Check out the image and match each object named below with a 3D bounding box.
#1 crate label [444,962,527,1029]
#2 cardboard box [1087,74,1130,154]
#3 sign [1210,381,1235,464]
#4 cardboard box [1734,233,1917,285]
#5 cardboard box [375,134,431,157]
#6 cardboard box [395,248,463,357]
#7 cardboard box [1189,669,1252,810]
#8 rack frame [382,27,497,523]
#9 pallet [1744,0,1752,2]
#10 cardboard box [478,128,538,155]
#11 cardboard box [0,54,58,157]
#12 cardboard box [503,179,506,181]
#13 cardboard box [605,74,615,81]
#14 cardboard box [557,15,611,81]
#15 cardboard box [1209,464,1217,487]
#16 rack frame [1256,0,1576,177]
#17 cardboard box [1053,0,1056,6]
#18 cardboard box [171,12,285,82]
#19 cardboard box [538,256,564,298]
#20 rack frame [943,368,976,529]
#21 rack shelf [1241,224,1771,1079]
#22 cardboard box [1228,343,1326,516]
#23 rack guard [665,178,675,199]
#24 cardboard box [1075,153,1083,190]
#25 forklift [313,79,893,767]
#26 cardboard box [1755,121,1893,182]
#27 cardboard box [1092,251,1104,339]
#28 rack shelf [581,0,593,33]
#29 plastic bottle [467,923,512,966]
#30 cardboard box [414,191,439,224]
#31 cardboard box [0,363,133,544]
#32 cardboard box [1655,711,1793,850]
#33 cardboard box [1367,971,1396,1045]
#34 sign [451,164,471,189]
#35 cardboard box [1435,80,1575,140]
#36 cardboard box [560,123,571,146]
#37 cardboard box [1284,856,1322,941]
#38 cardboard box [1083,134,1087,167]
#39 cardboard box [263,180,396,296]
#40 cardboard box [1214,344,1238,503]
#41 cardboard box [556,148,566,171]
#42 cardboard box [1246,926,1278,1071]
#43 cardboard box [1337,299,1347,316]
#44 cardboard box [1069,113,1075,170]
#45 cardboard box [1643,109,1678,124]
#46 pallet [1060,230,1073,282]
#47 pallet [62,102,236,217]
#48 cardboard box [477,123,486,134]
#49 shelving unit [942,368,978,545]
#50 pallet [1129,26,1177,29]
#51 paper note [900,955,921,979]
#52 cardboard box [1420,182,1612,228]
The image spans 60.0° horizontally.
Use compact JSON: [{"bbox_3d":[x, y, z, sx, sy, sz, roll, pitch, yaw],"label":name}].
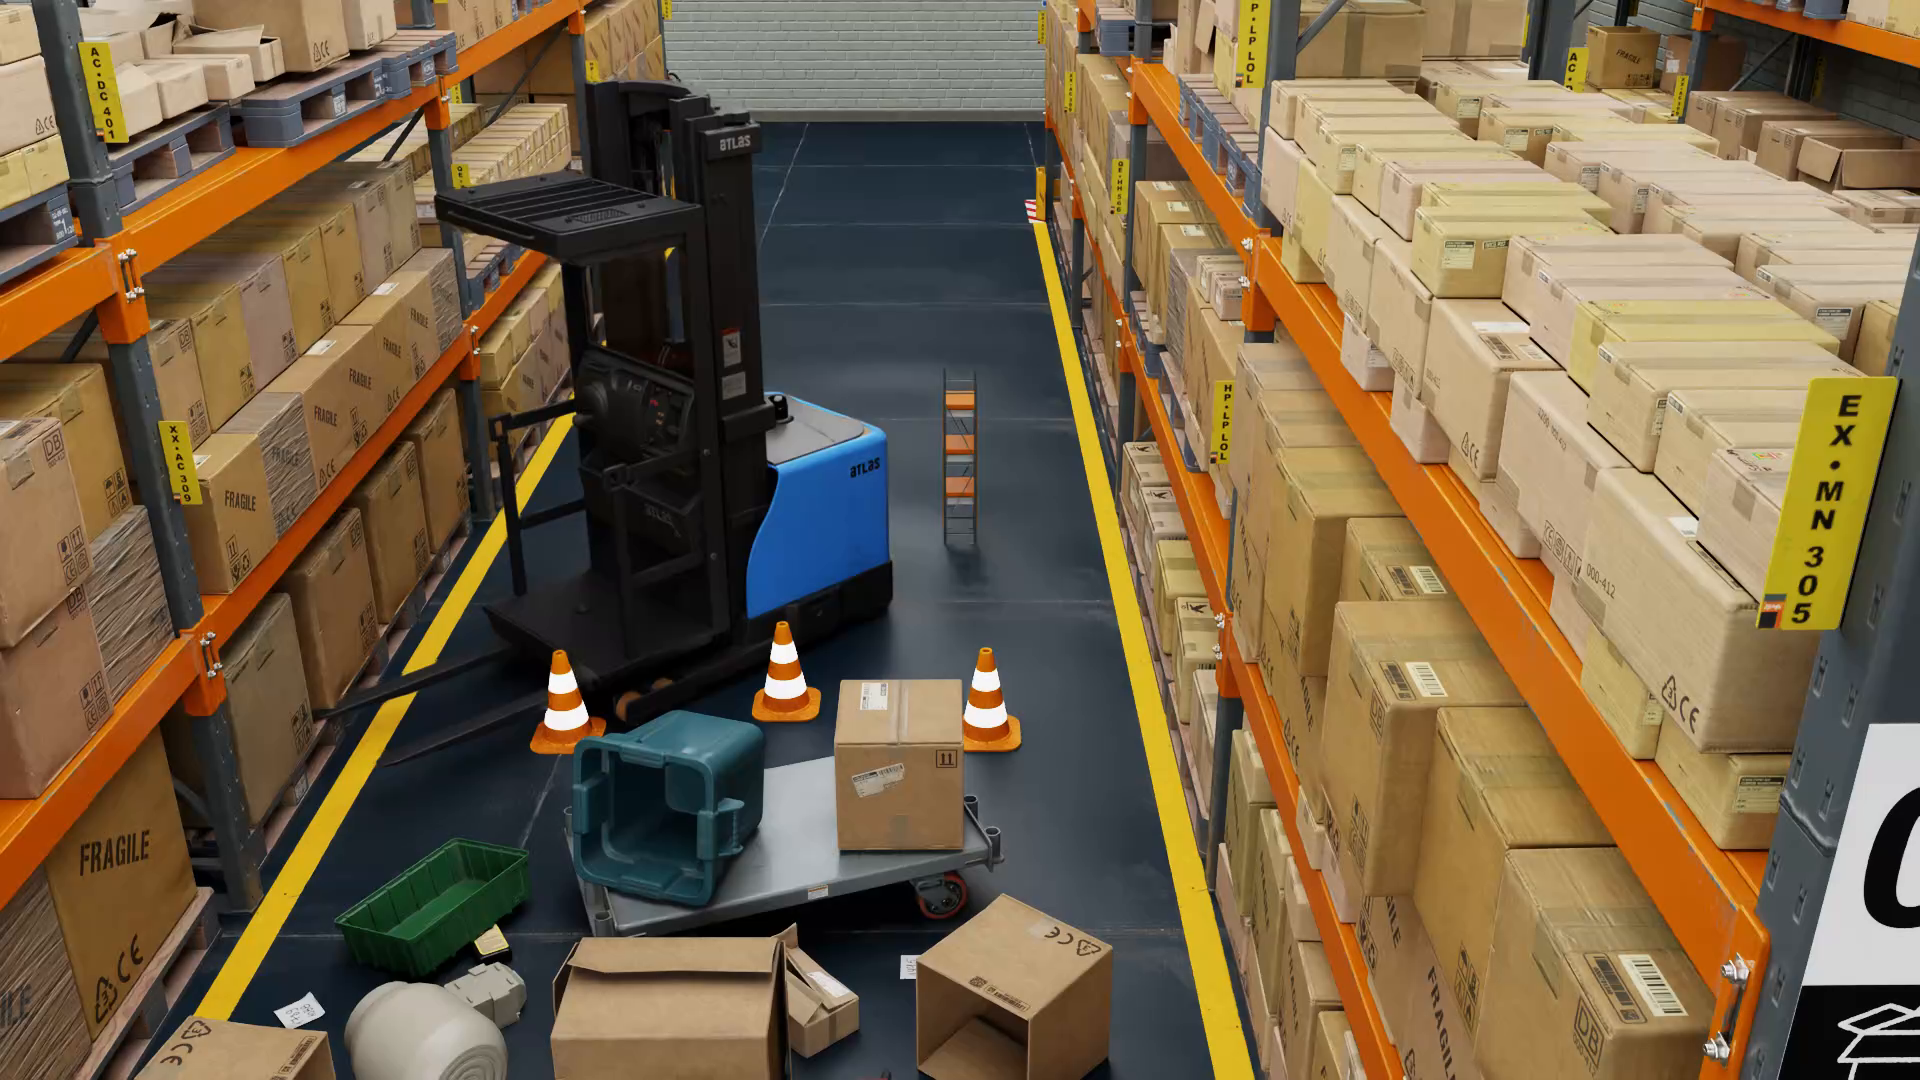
[{"bbox_3d":[-1.798,1.725,6.269,0.298,0.136,0.250,-19,31,-36],"label":"crate label"},{"bbox_3d":[1.208,-3.110,12.152,0.500,0.500,0.500,-1,24,-2],"label":"cardboard box"},{"bbox_3d":[0.987,-0.435,6.166,0.100,0.325,0.005,0,24,-1],"label":"sign"},{"bbox_3d":[1.878,-0.546,3.516,0.380,0.149,0.250,0,24,1],"label":"cardboard box"},{"bbox_3d":[-3.935,-2.795,11.862,0.380,0.149,0.250,1,24,1],"label":"cardboard box"},{"bbox_3d":[-3.177,-1.357,9.489,0.500,0.500,0.500,0,24,-1],"label":"cardboard box"},{"bbox_3d":[1.533,0.879,7.347,0.950,0.372,0.625,0,24,0],"label":"cardboard box"},{"bbox_3d":[-3.451,-1.496,9.917,1.000,3.000,0.127,0,24,-1],"label":"rack frame"},{"bbox_3d":[6.355,-4.244,12.581,1.213,0.211,1.003,0,24,-1],"label":"pallet"},{"bbox_3d":[-3.288,-2.901,12.097,0.380,0.149,0.250,-1,24,-2],"label":"cardboard box"},{"bbox_3d":[-3.145,-1.316,5.071,0.500,0.250,0.500,-1,24,-1],"label":"cardboard box"},{"bbox_3d":[-3.271,-2.336,11.210,0.380,0.149,0.250,0,24,0],"label":"cardboard box"},{"bbox_3d":[-3.260,-3.734,14.384,0.500,0.500,0.500,0,24,-1],"label":"cardboard box"},{"bbox_3d":[-3.277,-4.181,14.159,0.500,0.500,0.500,-1,24,-2],"label":"cardboard box"},{"bbox_3d":[1.275,-0.308,7.086,0.380,0.149,0.250,-1,24,-2],"label":"cardboard box"},{"bbox_3d":[1.542,-2.645,5.178,1.000,3.000,0.127,0,24,-1],"label":"rack frame"},{"bbox_3d":[1.100,-5.290,16.184,0.380,0.149,0.250,0,24,1],"label":"cardboard box"},{"bbox_3d":[-3.216,-2.162,7.282,0.396,0.266,0.258,0,24,-1],"label":"cardboard box"},{"bbox_3d":[-3.241,-2.020,12.691,0.500,0.250,0.500,1,24,2],"label":"cardboard box"},{"bbox_3d":[-0.002,-0.551,10.194,0.200,1.050,0.008,0,24,-1],"label":"rack frame"},{"bbox_3d":[1.563,-0.126,4.122,1.077,0.370,4.000,0,24,-1],"label":"rack shelf"},{"bbox_3d":[1.330,-0.366,5.723,0.700,0.500,0.500,-1,24,-1],"label":"cardboard box"},{"bbox_3d":[-3.537,-3.622,17.651,1.175,0.500,0.348,0,24,-1],"label":"rack guard"},{"bbox_3d":[1.195,-2.957,13.330,0.500,0.250,0.500,-1,24,-2],"label":"cardboard box"},{"bbox_3d":[-1.770,-0.657,8.145,1.130,2.935,3.031,22,32,40],"label":"forklift"},{"bbox_3d":[6.213,-2.731,12.018,0.700,0.500,0.500,0,24,-1],"label":"cardboard box"},{"bbox_3d":[1.541,-2.176,13.490,0.875,0.875,0.875,0,24,1],"label":"cardboard box"},{"bbox_3d":[-3.516,-5.007,14.914,1.077,0.370,4.000,0,24,-1],"label":"rack shelf"},{"bbox_3d":[-1.895,1.599,6.641,0.133,0.061,0.283,-14,28,-28],"label":"plastic bottle"},{"bbox_3d":[-3.262,-2.037,10.186,0.380,0.149,0.250,0,24,0],"label":"cardboard box"},{"bbox_3d":[-3.437,-0.256,5.683,0.875,0.550,0.550,0,24,-1],"label":"cardboard box"},{"bbox_3d":[1.302,0.339,2.525,0.380,0.149,0.250,0,24,0],"label":"cardboard box"},{"bbox_3d":[1.283,1.172,4.324,0.380,0.149,0.250,-1,24,-1],"label":"cardboard box"},{"bbox_3d":[-2.896,-2.027,9.687,0.100,0.325,0.005,0,24,-1],"label":"sign"},{"bbox_3d":[1.763,-1.397,5.397,0.380,0.149,0.250,0,24,1],"label":"cardboard box"},{"bbox_3d":[-3.293,-3.193,13.105,0.380,0.149,0.250,0,24,1],"label":"cardboard box"},{"bbox_3d":[1.233,1.132,5.237,0.380,0.149,0.250,1,24,2],"label":"cardboard box"},{"bbox_3d":[1.211,-2.970,12.752,0.500,0.250,0.500,0,24,0],"label":"cardboard box"},{"bbox_3d":[-3.449,-1.603,8.820,0.700,0.500,0.500,-1,24,-1],"label":"cardboard box"},{"bbox_3d":[1.307,-0.473,6.664,0.500,0.500,0.500,-1,24,-2],"label":"cardboard box"},{"bbox_3d":[-3.289,-2.951,12.930,0.380,0.149,0.250,0,24,0],"label":"cardboard box"},{"bbox_3d":[1.295,1.614,5.867,0.500,0.250,0.500,1,24,2],"label":"cardboard box"},{"bbox_3d":[1.323,-0.721,4.869,0.380,0.149,0.250,0,24,1],"label":"cardboard box"},{"bbox_3d":[1.194,-3.443,14.102,0.500,0.500,0.500,0,24,0],"label":"cardboard box"},{"bbox_3d":[6.168,-3.508,14.186,0.500,0.250,0.500,0,24,1],"label":"cardboard box"},{"bbox_3d":[1.508,-2.755,16.085,1.003,0.211,1.213,0,24,-1],"label":"pallet"},{"bbox_3d":[-3.466,-1.504,6.529,0.805,0.209,1.217,-1,24,-3],"label":"pallet"},{"bbox_3d":[-3.950,-3.192,13.102,0.380,0.149,0.250,0,24,0],"label":"cardboard box"},{"bbox_3d":[-0.001,-0.500,10.082,0.215,1.050,0.252,0,24,-1],"label":"shelving unit"},{"bbox_3d":[1.423,-3.566,11.084,1.003,0.211,1.213,1,24,2],"label":"pallet"},{"bbox_3d":[-0.159,1.668,6.526,0.148,0.019,0.142,0,24,-1],"label":"paper note"},{"bbox_3d":[1.318,-0.755,3.977,0.380,0.149,0.250,0,24,0],"label":"cardboard box"}]
